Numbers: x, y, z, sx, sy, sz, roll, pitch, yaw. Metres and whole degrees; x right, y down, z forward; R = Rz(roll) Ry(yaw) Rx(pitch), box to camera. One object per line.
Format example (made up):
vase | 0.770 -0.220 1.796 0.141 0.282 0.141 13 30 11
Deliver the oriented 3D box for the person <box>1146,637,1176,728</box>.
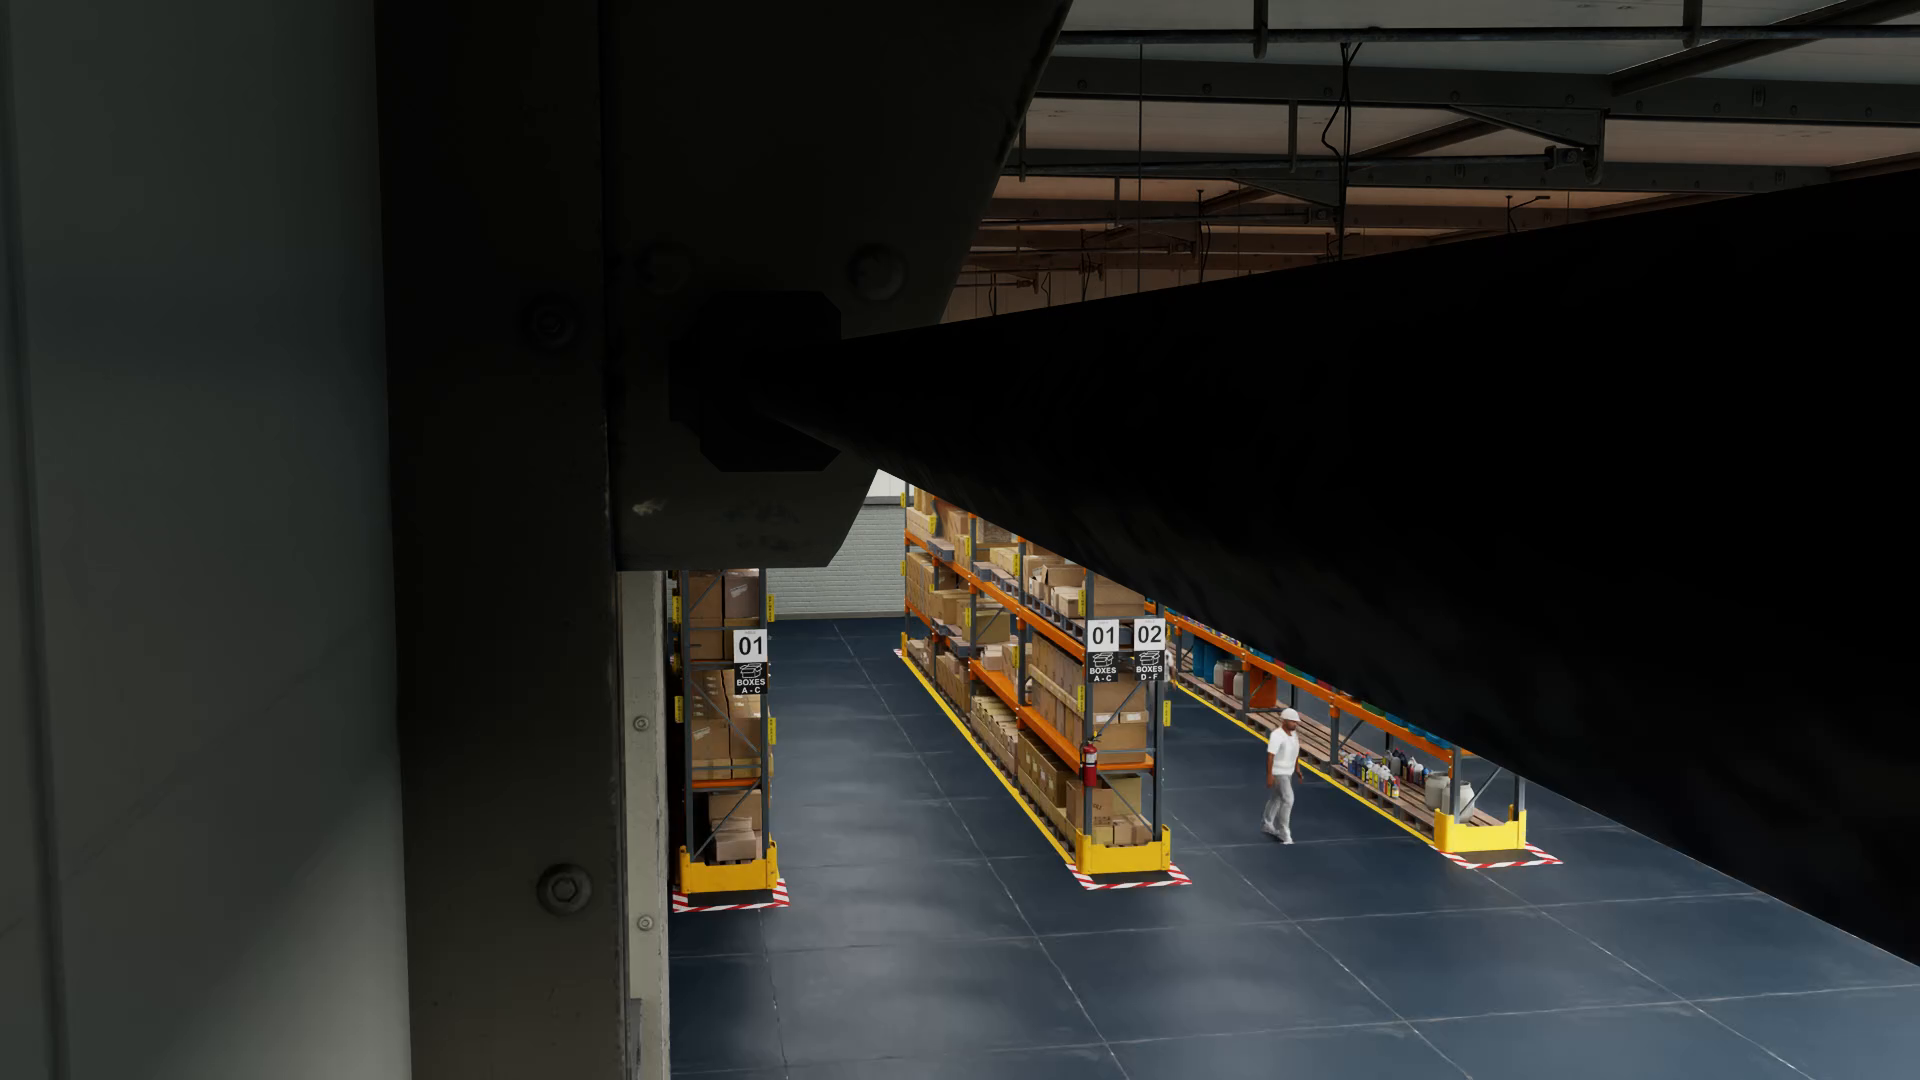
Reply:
person | 3.514 2.494 28.976 0.487 1.652 0.743 -1 6 -5

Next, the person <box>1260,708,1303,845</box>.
person | 4.317 3.171 22.361 0.605 1.841 0.599 4 7 31

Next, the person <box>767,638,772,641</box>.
person | -4.768 1.516 38.522 0.866 1.626 0.488 1 6 10
